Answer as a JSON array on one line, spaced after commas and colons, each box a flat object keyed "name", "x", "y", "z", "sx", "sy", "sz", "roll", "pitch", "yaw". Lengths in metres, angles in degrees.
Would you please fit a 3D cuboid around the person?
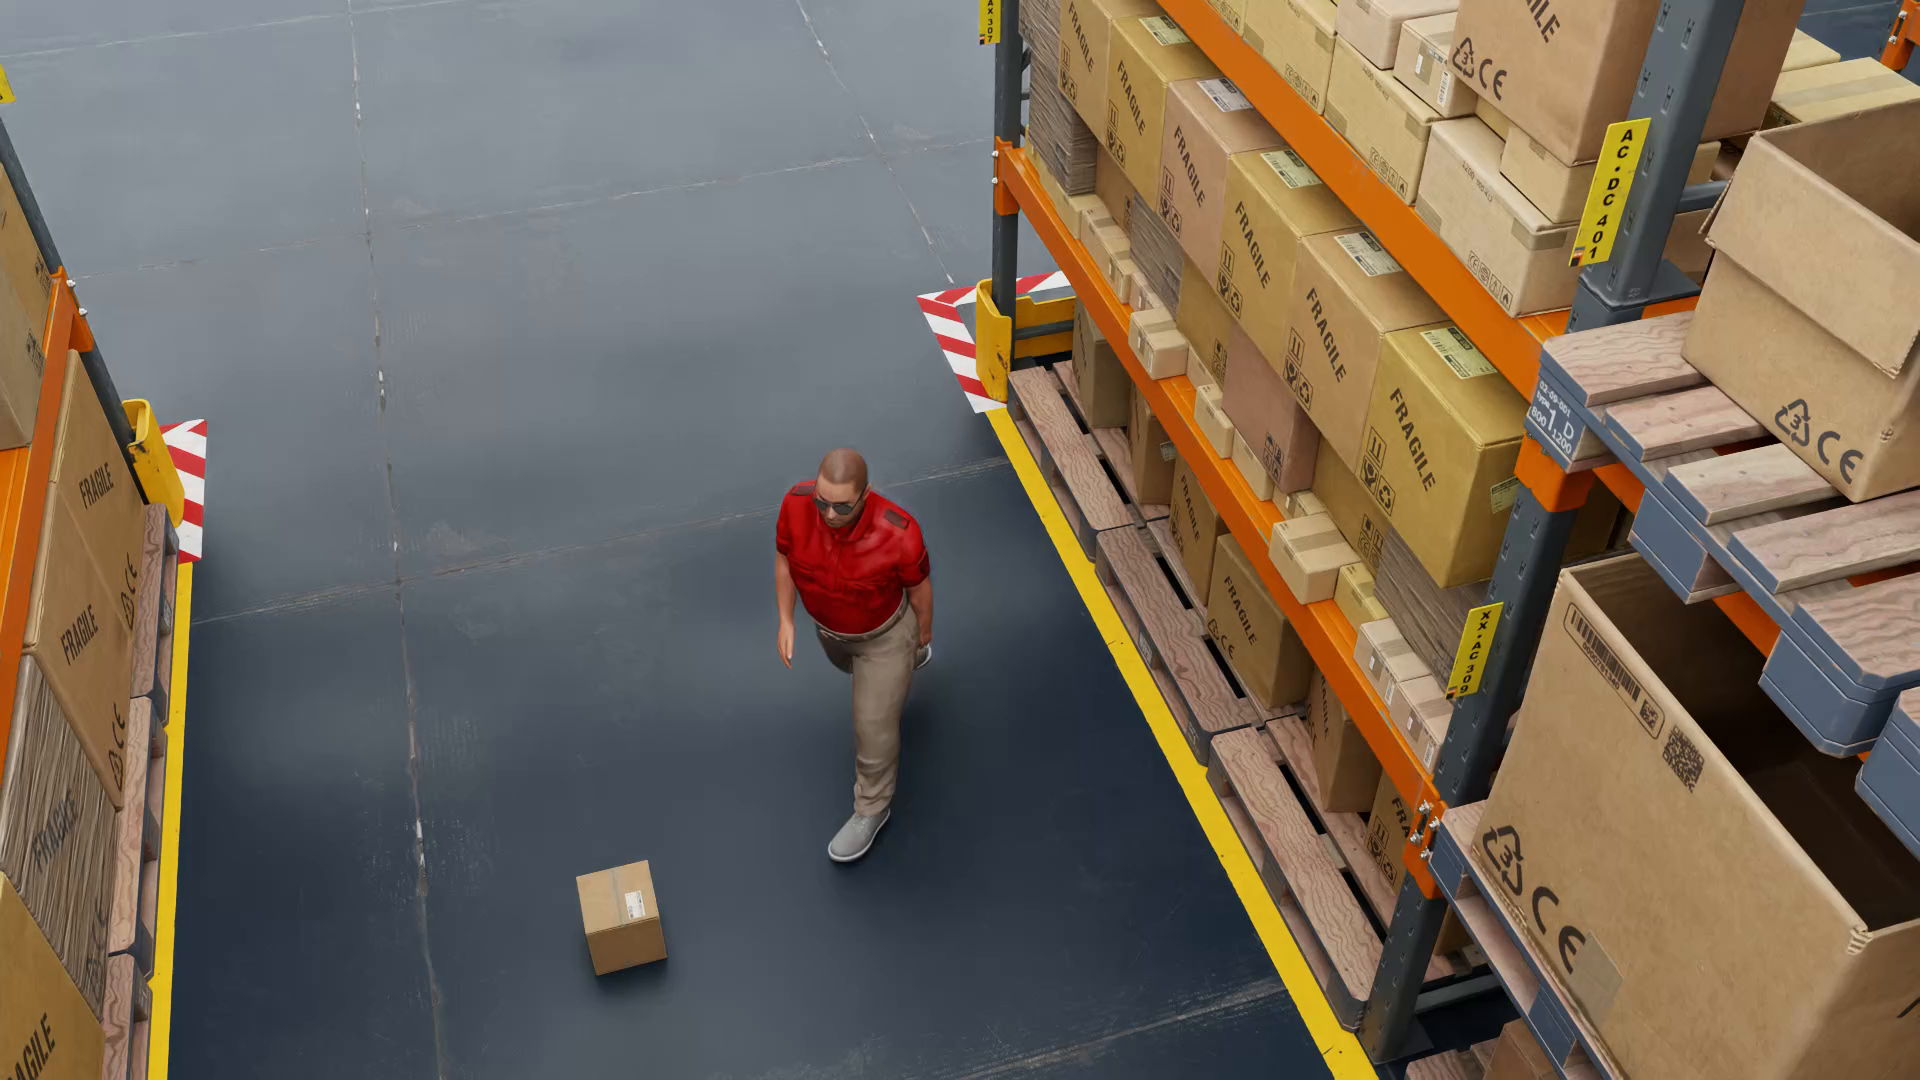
[{"name": "person", "x": -0.283, "y": 0.182, "z": 5.929, "sx": 0.534, "sy": 1.616, "sz": 0.782, "roll": 24, "pitch": 47, "yaw": 24}]
